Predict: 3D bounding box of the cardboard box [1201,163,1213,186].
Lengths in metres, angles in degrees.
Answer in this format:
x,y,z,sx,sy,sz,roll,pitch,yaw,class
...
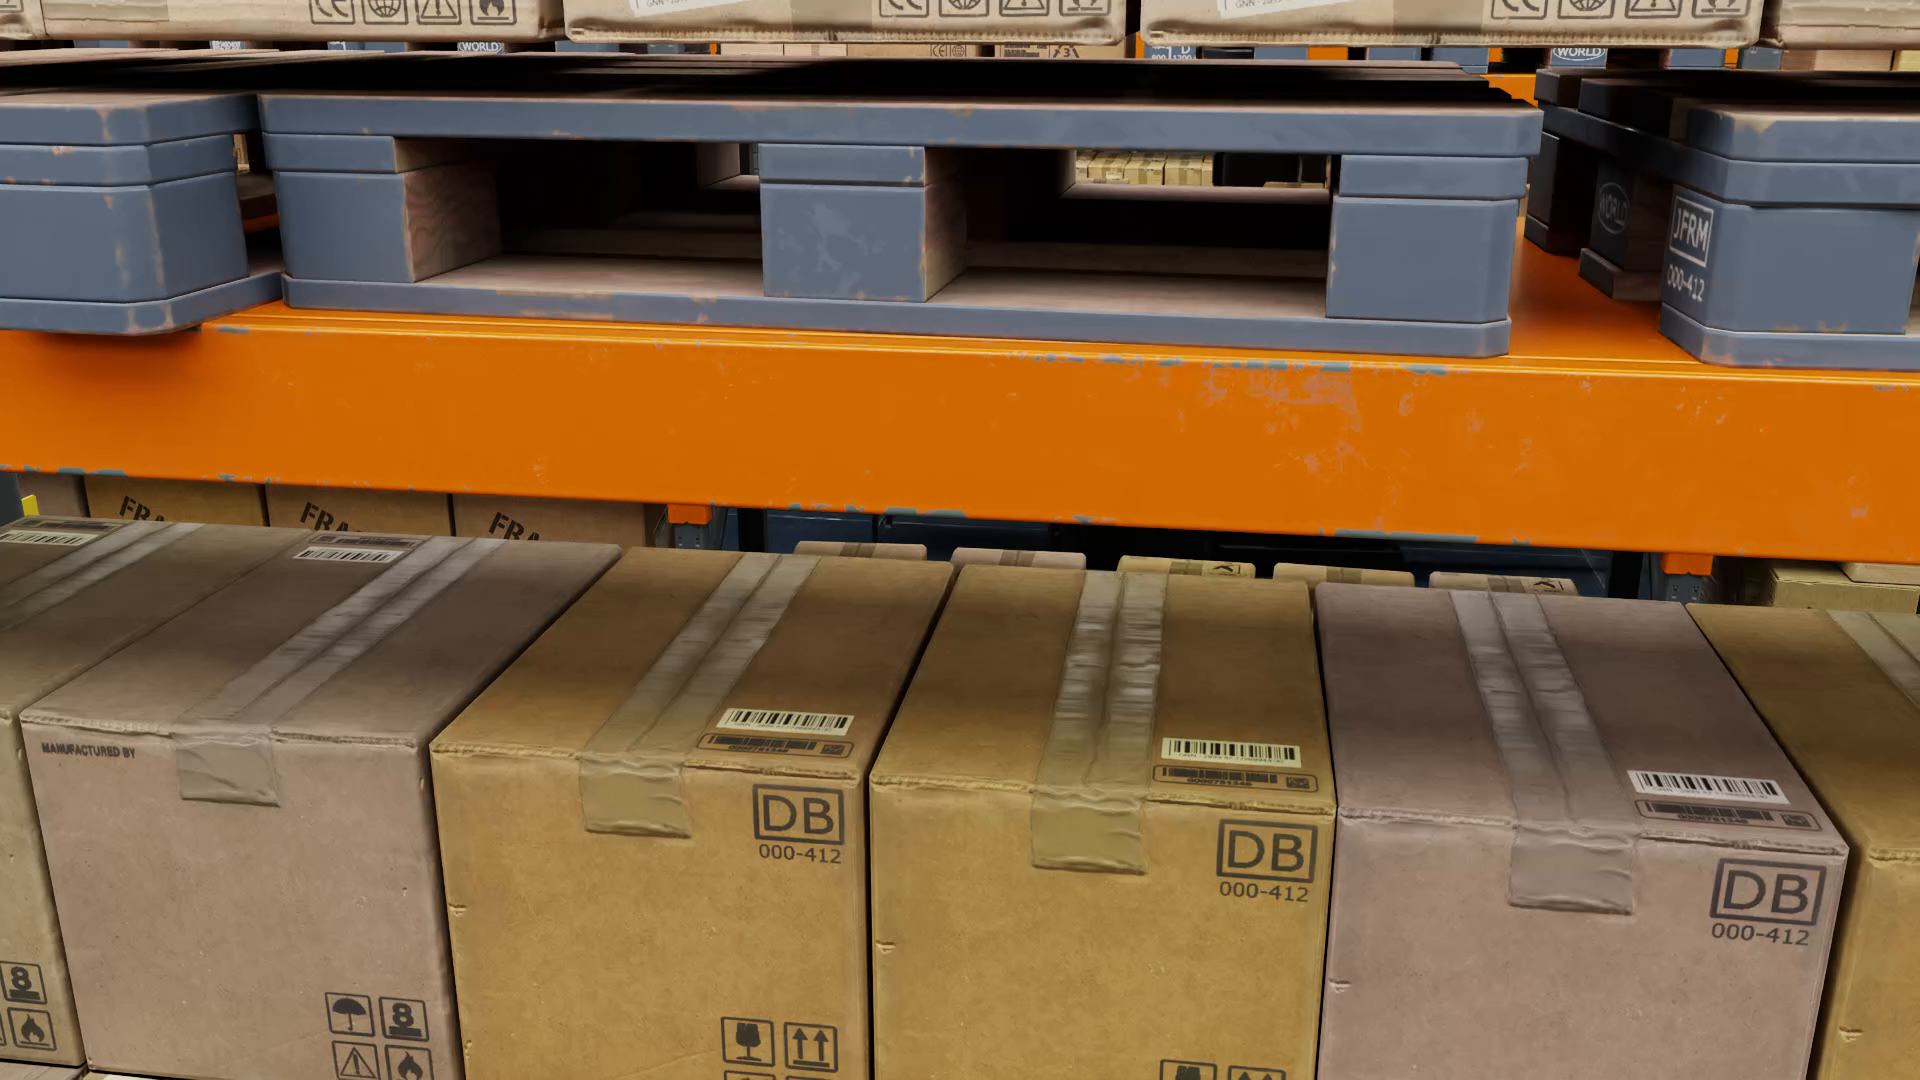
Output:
x,y,z,sx,sy,sz,roll,pitch,yaw,class
1.752,-2.445,11.204,0.250,0.149,0.380,2,19,7,cardboard box

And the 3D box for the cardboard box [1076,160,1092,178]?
x,y,z,sx,sy,sz,roll,pitch,yaw,class
0.765,-2.519,11.425,0.250,0.149,0.380,3,19,9,cardboard box

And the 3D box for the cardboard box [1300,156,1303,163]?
x,y,z,sx,sy,sz,roll,pitch,yaw,class
2.352,-2.608,11.690,0.250,0.149,0.380,3,19,9,cardboard box

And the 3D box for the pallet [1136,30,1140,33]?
x,y,z,sx,sy,sz,roll,pitch,yaw,class
1.504,-3.571,11.319,1.213,0.211,1.003,4,19,11,pallet

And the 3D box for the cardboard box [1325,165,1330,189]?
x,y,z,sx,sy,sz,roll,pitch,yaw,class
2.521,-2.409,11.095,0.250,0.149,0.380,2,19,7,cardboard box

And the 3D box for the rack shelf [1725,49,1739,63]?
x,y,z,sx,sy,sz,roll,pitch,yaw,class
5.640,-3.079,10.685,4.000,0.370,1.077,3,19,9,rack shelf

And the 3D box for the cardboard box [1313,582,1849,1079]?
x,y,z,sx,sy,sz,roll,pitch,yaw,class
0.698,0.417,2.096,0.500,0.500,0.700,3,19,9,cardboard box

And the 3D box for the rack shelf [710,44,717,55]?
x,y,z,sx,sy,sz,roll,pitch,yaw,class
-2.259,-3.482,11.888,4.000,0.370,1.077,3,19,9,rack shelf

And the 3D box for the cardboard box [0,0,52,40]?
x,y,z,sx,sy,sz,roll,pitch,yaw,class
-1.074,-0.710,1.792,0.500,0.311,0.500,3,19,9,cardboard box

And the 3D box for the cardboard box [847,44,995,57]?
x,y,z,sx,sy,sz,roll,pitch,yaw,class
-0.134,-2.164,6.657,0.500,0.500,0.700,3,19,9,cardboard box

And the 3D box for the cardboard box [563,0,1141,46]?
x,y,z,sx,sy,sz,roll,pitch,yaw,class
-0.072,-0.659,1.639,0.500,0.311,0.500,3,19,8,cardboard box

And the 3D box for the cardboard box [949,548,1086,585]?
x,y,z,sx,sy,sz,roll,pitch,yaw,class
0.218,0.369,7.453,0.625,0.372,0.950,3,19,8,cardboard box

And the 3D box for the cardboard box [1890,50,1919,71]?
x,y,z,sx,sy,sz,roll,pitch,yaw,class
3.400,-1.722,5.892,0.250,0.149,0.380,3,19,9,cardboard box

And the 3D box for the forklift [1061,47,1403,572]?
x,y,z,sx,sy,sz,roll,pitch,yaw,class
2.113,-1.356,9.236,3.031,2.935,1.130,1,19,4,forklift

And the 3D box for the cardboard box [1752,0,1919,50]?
x,y,z,sx,sy,sz,roll,pitch,yaw,class
0.942,-0.578,1.494,0.500,0.250,0.500,3,19,8,cardboard box

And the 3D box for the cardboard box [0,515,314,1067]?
x,y,z,sx,sy,sz,roll,pitch,yaw,class
-1.312,0.316,2.399,0.500,0.500,0.700,3,19,8,cardboard box

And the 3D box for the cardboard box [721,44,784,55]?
x,y,z,sx,sy,sz,roll,pitch,yaw,class
-0.784,-1.979,6.658,0.250,0.149,0.380,3,19,9,cardboard box

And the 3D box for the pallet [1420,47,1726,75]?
x,y,z,sx,sy,sz,roll,pitch,yaw,class
2.289,-1.941,6.445,1.003,0.211,1.213,3,19,9,pallet

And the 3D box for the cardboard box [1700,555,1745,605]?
x,y,z,sx,sy,sz,roll,pitch,yaw,class
3.508,0.152,7.112,0.500,0.500,0.500,3,19,8,cardboard box

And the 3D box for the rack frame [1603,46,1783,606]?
x,y,z,sx,sy,sz,roll,pitch,yaw,class
2.881,-0.543,6.699,0.127,3.000,1.000,3,19,9,rack frame

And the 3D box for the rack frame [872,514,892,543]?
x,y,z,sx,sy,sz,roll,pitch,yaw,class
-0.459,-0.727,9.613,0.032,1.500,0.500,2,19,7,rack frame

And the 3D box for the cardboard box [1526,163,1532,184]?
x,y,z,sx,sy,sz,roll,pitch,yaw,class
4.023,-2.518,11.420,0.250,0.149,0.380,3,19,8,cardboard box

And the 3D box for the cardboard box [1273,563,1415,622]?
x,y,z,sx,sy,sz,roll,pitch,yaw,class
1.653,0.443,7.231,0.625,0.372,0.950,4,19,12,cardboard box

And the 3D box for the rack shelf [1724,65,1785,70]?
x,y,z,sx,sy,sz,roll,pitch,yaw,class
4.856,-1.524,6.036,4.000,0.370,1.077,3,19,9,rack shelf

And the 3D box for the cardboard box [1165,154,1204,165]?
x,y,z,sx,sy,sz,roll,pitch,yaw,class
1.588,-2.631,11.758,0.250,0.149,0.380,3,19,10,cardboard box

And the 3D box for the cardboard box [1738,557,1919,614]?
x,y,z,sx,sy,sz,roll,pitch,yaw,class
3.421,0.320,6.608,0.500,0.500,0.500,4,19,11,cardboard box

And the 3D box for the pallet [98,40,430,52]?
x,y,z,sx,sy,sz,roll,pitch,yaw,class
-2.817,-2.149,7.067,1.213,0.211,1.003,4,19,11,pallet

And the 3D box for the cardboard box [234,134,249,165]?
x,y,z,sx,sy,sz,roll,pitch,yaw,class
-5.662,-3.085,12.881,0.500,0.500,0.500,2,19,7,cardboard box

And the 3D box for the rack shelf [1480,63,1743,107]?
x,y,z,sx,sy,sz,roll,pitch,yaw,class
0.907,-1.725,6.638,4.000,0.370,1.077,3,19,9,rack shelf

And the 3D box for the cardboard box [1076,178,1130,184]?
x,y,z,sx,sy,sz,roll,pitch,yaw,class
0.592,-1.446,7.086,0.250,0.149,0.380,2,19,6,cardboard box

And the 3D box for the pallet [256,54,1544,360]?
x,y,z,sx,sy,sz,roll,pitch,yaw,class
-0.005,-0.450,1.992,1.213,0.211,1.003,4,19,11,pallet

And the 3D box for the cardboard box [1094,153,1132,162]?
x,y,z,sx,sy,sz,roll,pitch,yaw,class
1.090,-2.663,11.856,0.250,0.149,0.380,3,19,8,cardboard box

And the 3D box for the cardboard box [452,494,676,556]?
x,y,z,sx,sy,sz,roll,pitch,yaw,class
-1.737,0.003,7.753,0.875,0.875,0.875,3,19,8,cardboard box

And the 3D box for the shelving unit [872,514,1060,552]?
x,y,z,sx,sy,sz,roll,pitch,yaw,class
0.044,-0.705,9.547,1.048,1.500,0.538,2,19,7,shelving unit

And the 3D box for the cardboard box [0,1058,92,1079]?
x,y,z,sx,sy,sz,roll,pitch,yaw,class
-1.353,0.871,2.314,0.500,0.500,0.500,3,19,9,cardboard box

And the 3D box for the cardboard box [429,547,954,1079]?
x,y,z,sx,sy,sz,roll,pitch,yaw,class
-0.305,0.366,2.249,0.500,0.500,0.700,3,19,8,cardboard box

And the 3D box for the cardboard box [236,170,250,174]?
x,y,z,sx,sy,sz,roll,pitch,yaw,class
-3.013,-1.447,7.666,0.500,0.500,0.500,3,19,10,cardboard box

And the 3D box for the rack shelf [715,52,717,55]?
x,y,z,sx,sy,sz,roll,pitch,yaw,class
-3.043,-1.926,7.240,4.000,0.370,1.077,3,19,9,rack shelf

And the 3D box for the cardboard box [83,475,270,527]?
x,y,z,sx,sy,sz,roll,pitch,yaw,class
-3.499,-0.088,8.026,0.875,0.875,0.875,3,19,10,cardboard box

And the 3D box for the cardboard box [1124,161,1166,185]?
x,y,z,sx,sy,sz,roll,pitch,yaw,class
1.260,-2.485,11.322,0.250,0.149,0.380,3,19,10,cardboard box

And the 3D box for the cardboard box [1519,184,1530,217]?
x,y,z,sx,sy,sz,roll,pitch,yaw,class
2.473,-1.373,6.868,0.250,0.149,0.380,3,19,8,cardboard box

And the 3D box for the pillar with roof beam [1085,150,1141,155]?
x,y,z,sx,sy,sz,roll,pitch,yaw,class
0.463,-4.013,7.614,0.400,9.000,9.100,3,19,9,pillar with roof beam
